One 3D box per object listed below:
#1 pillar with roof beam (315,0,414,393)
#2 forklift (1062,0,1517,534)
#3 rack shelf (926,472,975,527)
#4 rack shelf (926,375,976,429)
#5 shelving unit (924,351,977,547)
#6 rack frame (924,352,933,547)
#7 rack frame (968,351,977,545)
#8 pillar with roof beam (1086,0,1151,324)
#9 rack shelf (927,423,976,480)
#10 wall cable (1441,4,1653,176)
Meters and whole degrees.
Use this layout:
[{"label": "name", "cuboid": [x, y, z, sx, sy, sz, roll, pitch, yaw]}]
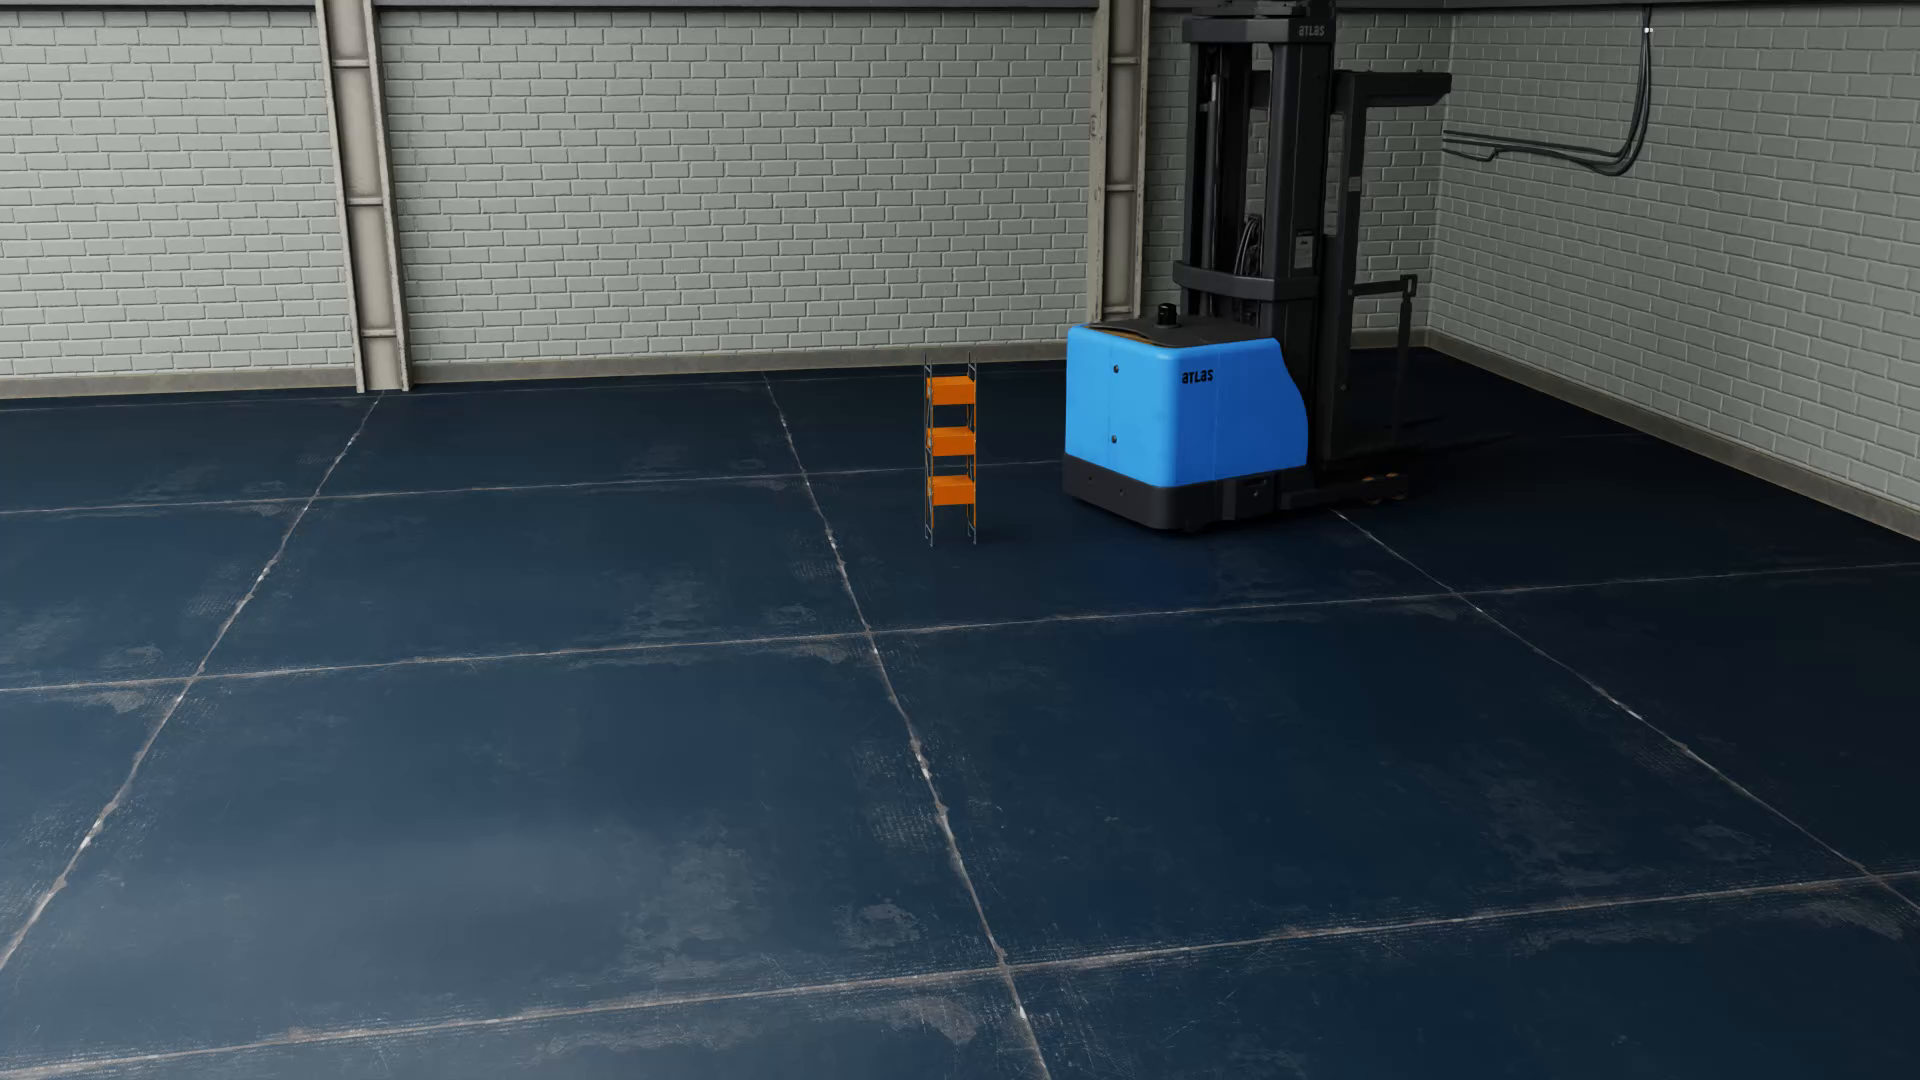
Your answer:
[{"label": "pillar with roof beam", "cuboid": [-3.763, -4.276, 7.906, 0.400, 9.000, 9.100, -3, 17, -10]}, {"label": "forklift", "cuboid": [2.147, -1.736, 9.972, 3.031, 2.935, 1.130, -10, 20, -29]}, {"label": "rack shelf", "cuboid": [-0.053, -0.223, 9.233, 0.240, 0.259, 0.215, -3, 17, -10]}, {"label": "rack shelf", "cuboid": [-0.053, -0.760, 9.068, 0.240, 0.259, 0.215, -3, 17, -10]}, {"label": "shelving unit", "cuboid": [-0.053, -0.499, 9.148, 0.252, 1.050, 0.215, -3, 17, -10]}, {"label": "rack frame", "cuboid": [-0.172, -0.492, 9.126, 0.008, 1.050, 0.200, -3, 17, -10]}, {"label": "rack frame", "cuboid": [0.067, -0.506, 9.170, 0.008, 1.050, 0.200, -3, 17, -10]}, {"label": "pillar with roof beam", "cuboid": [2.128, -4.610, 8.994, 0.400, 9.000, 9.100, -3, 17, -10]}, {"label": "rack shelf", "cuboid": [-0.053, -0.489, 9.151, 0.240, 0.259, 0.215, -3, 17, -10]}, {"label": "wall cable", "cuboid": [4.455, -4.149, 12.783, 0.112, 2.526, 3.097, -3, 17, -10]}]
